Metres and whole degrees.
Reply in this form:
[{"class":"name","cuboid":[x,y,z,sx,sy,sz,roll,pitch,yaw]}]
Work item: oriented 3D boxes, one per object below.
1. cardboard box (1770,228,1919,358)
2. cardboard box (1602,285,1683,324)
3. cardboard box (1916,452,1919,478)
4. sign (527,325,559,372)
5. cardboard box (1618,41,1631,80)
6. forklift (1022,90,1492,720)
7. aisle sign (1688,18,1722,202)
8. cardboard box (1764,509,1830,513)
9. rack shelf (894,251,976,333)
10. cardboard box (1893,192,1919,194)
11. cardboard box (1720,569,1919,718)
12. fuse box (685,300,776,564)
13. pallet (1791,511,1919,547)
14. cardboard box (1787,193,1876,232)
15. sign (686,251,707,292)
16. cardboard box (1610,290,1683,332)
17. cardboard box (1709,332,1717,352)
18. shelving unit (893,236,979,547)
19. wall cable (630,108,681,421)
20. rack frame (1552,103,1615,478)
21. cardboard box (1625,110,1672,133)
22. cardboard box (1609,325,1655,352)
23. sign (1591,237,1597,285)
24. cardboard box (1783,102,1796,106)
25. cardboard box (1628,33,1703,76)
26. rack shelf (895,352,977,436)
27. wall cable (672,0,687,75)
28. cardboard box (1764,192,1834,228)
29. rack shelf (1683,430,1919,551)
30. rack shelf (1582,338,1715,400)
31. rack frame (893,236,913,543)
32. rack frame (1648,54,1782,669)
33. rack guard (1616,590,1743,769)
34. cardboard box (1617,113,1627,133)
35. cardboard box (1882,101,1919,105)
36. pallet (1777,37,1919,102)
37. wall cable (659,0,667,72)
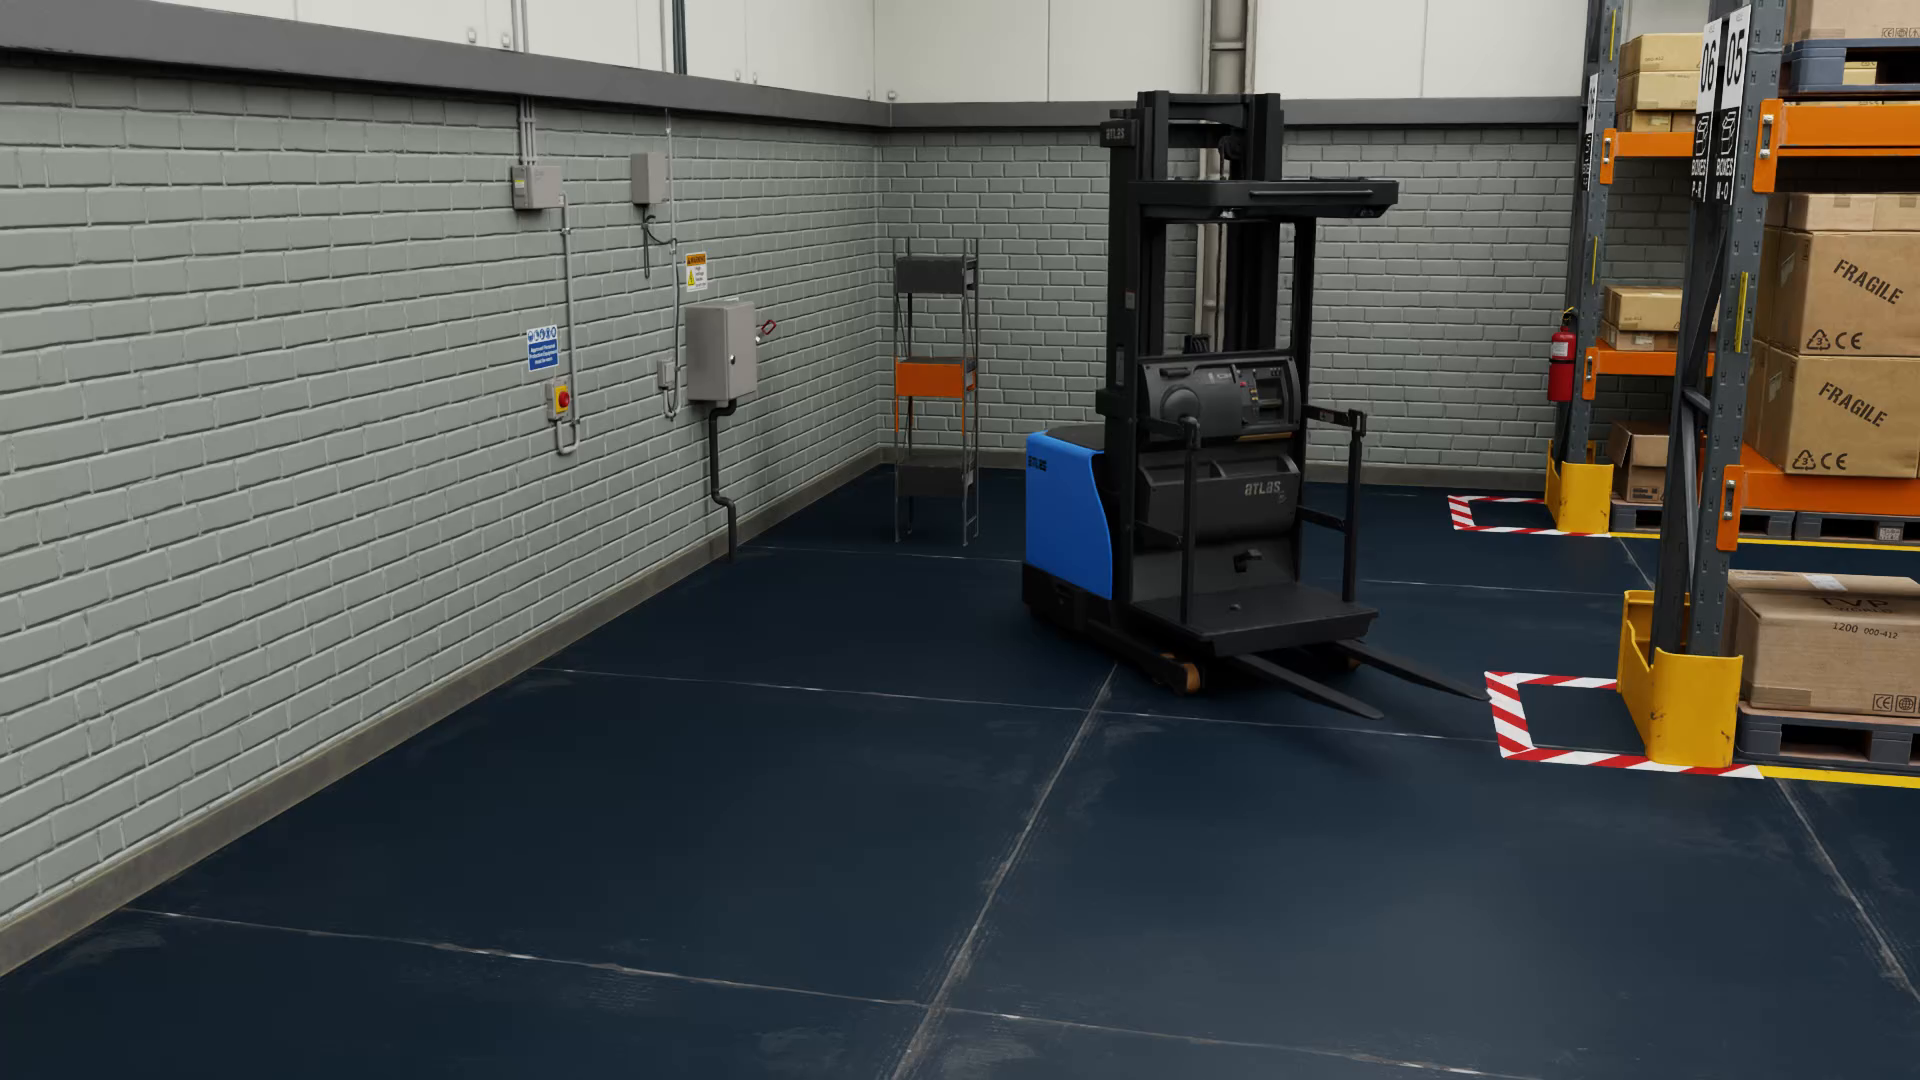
[{"class":"cardboard box","cuboid":[3.760,-1.048,6.991,0.500,0.500,0.500,3,13,12]},{"class":"cardboard box","cuboid":[5.058,-1.743,12.326,0.500,0.250,0.500,3,13,15]},{"class":"cardboard box","cuboid":[4.257,-0.539,7.005,0.500,0.500,0.500,3,13,13]},{"class":"sign","cuboid":[-2.189,-1.008,8.728,0.001,0.218,0.327,3,13,14]},{"class":"cardboard box","cuboid":[5.046,-3.455,11.963,0.500,0.250,0.500,3,13,12]},{"class":"forklift","cuboid":[1.451,-0.766,8.418,1.130,2.935,3.031,-6,14,-25]},{"class":"aisle sign","cuboid":[3.367,-1.933,7.521,0.004,0.787,0.394,3,13,14]},{"class":"cardboard box","cuboid":[5.940,-0.520,11.953,0.500,0.500,0.700,4,13,16]},{"class":"rack shelf","cuboid":[-0.161,-1.704,11.396,0.480,0.518,0.431,3,13,14]},{"class":"cardboard box","cuboid":[4.282,-1.469,7.391,0.250,0.149,0.380,3,13,13]},{"class":"cardboard box","cuboid":[4.027,0.464,7.665,0.875,0.438,0.875,3,13,12]},{"class":"fuse box","cuboid":[-1.473,-0.688,10.885,0.414,1.711,0.539,3,13,14]},{"class":"pallet","cuboid":[6.577,-0.169,12.009,1.213,0.211,1.003,3,13,14]},{"class":"cardboard box","cuboid":[3.641,-1.372,6.957,0.250,0.149,0.380,3,13,15]},{"class":"sign","cuboid":[-1.687,-1.720,10.652,0.001,0.242,0.339,3,13,14]},{"class":"cardboard box","cuboid":[4.924,-1.631,11.820,0.500,0.250,0.500,3,13,14]},{"class":"cardboard box","cuboid":[5.323,-1.432,11.844,0.250,0.149,0.380,3,13,13]},{"class":"shelving unit","cuboid":[-0.161,-1.034,11.545,0.503,2.100,0.431,3,13,14]},{"class":"wall cable","cuboid":[-1.789,-1.678,10.026,0.122,1.984,0.588,3,13,14]},{"class":"rack frame","cuboid":[4.548,-1.639,12.198,0.127,3.000,1.000,3,13,14]},{"class":"cardboard box","cuboid":[4.802,-2.916,11.605,0.250,0.149,0.380,3,13,15]},{"class":"cardboard box","cuboid":[4.801,-1.442,11.888,0.250,0.149,0.380,3,13,13]},{"class":"sign","cuboid":[4.418,-1.948,11.590,0.005,0.325,0.100,3,13,14]},{"class":"cardboard box","cuboid":[5.412,-3.073,11.395,0.500,0.250,0.500,3,13,15]},{"class":"cardboard box","cuboid":[4.919,-3.344,11.461,0.500,0.250,0.500,3,13,13]},{"class":"rack shelf","cuboid":[-0.161,-1.020,11.548,0.480,0.518,0.431,3,13,14]},{"class":"wall cable","cuboid":[-1.341,-4.520,11.246,0.133,3.039,2.988,3,13,14]},{"class":"cardboard box","cuboid":[3.759,-1.473,7.409,0.250,0.149,0.380,3,13,14]},{"class":"rack shelf","cuboid":[5.304,-0.140,7.102,4.000,0.370,1.077,3,13,14]},{"class":"rack shelf","cuboid":[6.490,-1.184,11.808,4.000,0.370,1.077,3,13,14]},{"class":"rack frame","cuboid":[-0.398,-1.046,11.602,0.015,2.100,0.400,3,13,14]},{"class":"rack frame","cuboid":[3.362,-0.595,7.492,0.127,3.000,1.000,3,13,14]},{"class":"rack guard","cuboid":[3.339,0.624,7.768,0.348,0.500,1.175,3,13,14]},{"class":"cardboard box","cuboid":[4.914,-3.013,12.044,0.250,0.149,0.380,3,13,15]},{"class":"cardboard box","cuboid":[6.413,-3.022,11.164,0.500,0.250,0.500,3,13,13]},{"class":"pallet","cuboid":[4.085,-1.980,7.013,1.213,0.211,1.003,3,13,14]},{"class":"wall cable","cuboid":[-2.045,-3.918,8.618,0.029,3.000,2.355,3,13,14]}]
